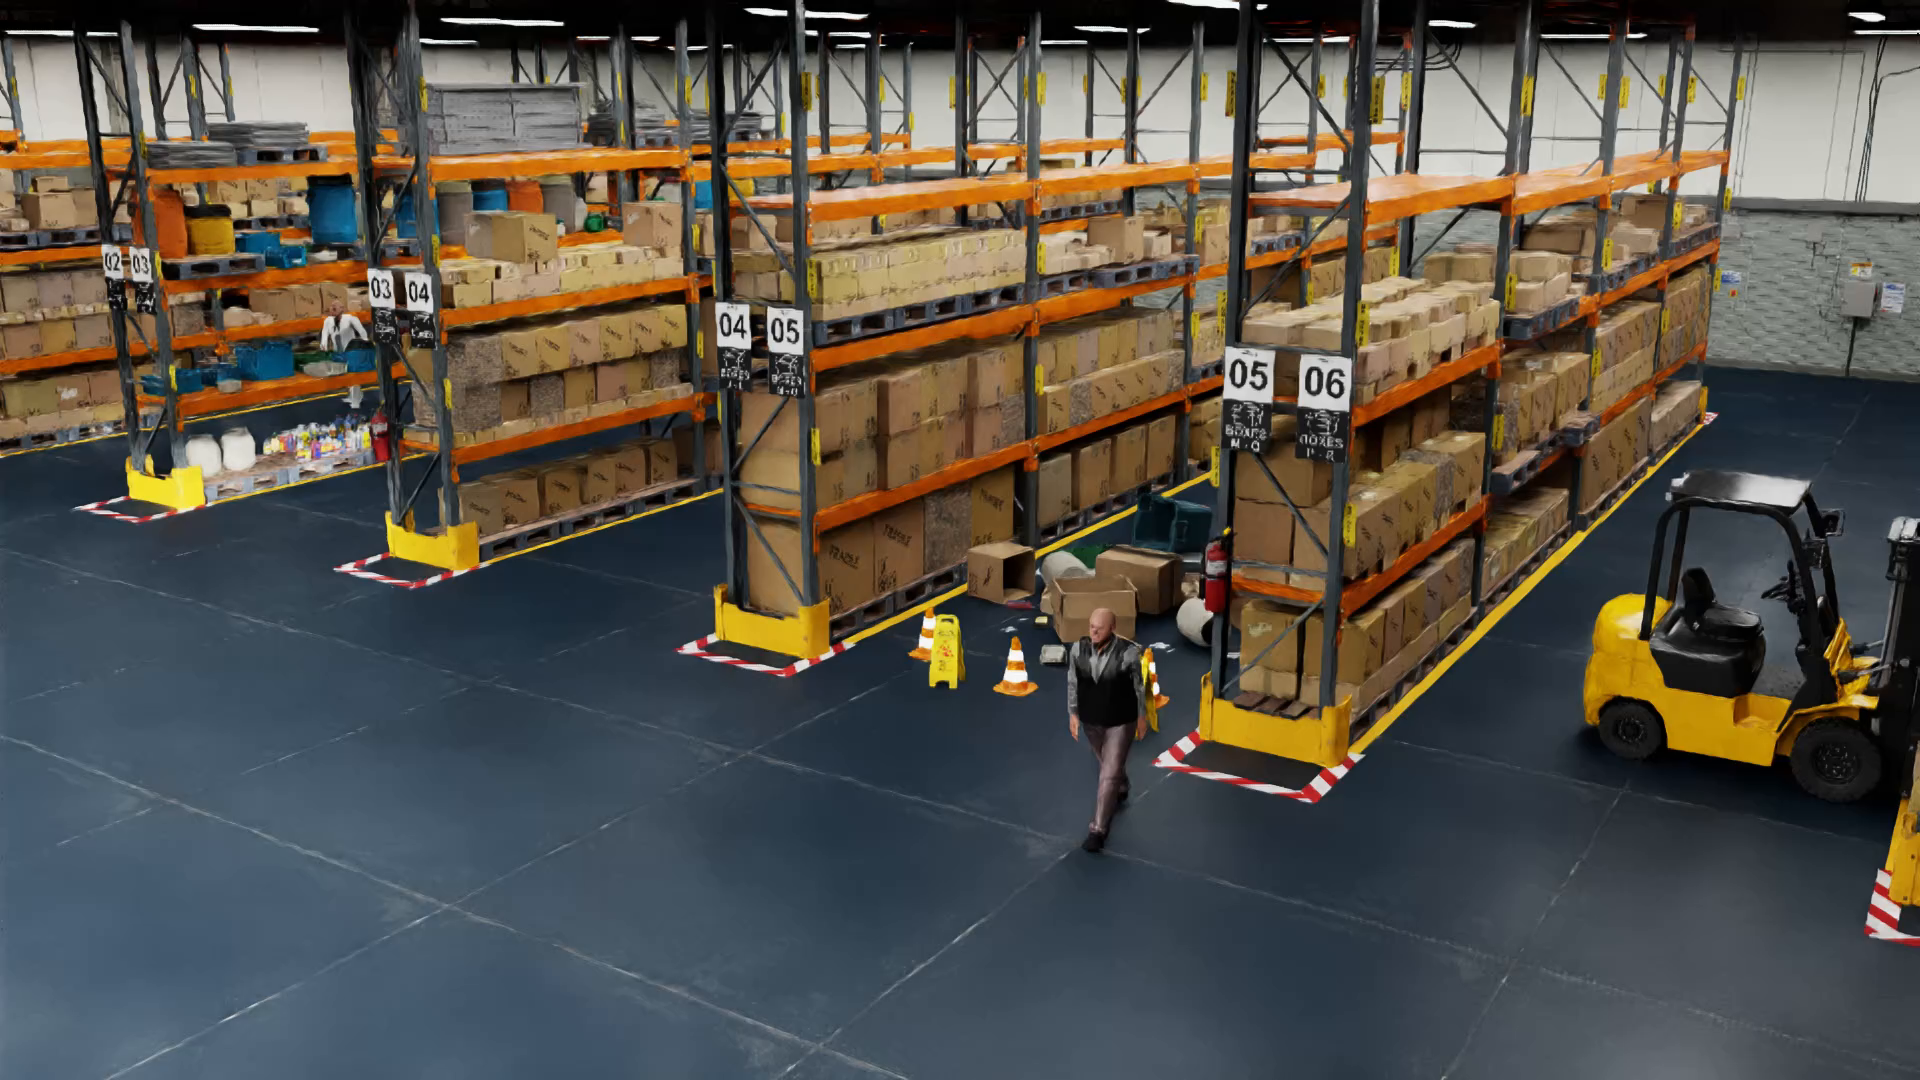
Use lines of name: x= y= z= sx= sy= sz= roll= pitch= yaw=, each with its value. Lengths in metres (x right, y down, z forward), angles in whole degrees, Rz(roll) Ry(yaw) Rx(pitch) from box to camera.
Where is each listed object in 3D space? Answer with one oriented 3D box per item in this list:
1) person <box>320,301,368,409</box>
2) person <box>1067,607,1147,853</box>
person: x=-9.887 y=-3.018 z=26.829 sx=0.724 sy=1.713 sz=0.901 roll=4 pitch=16 yaw=16
person: x=0.987 y=1.245 z=11.610 sx=0.546 sy=1.643 sz=1.105 roll=9 pitch=18 yaw=30
